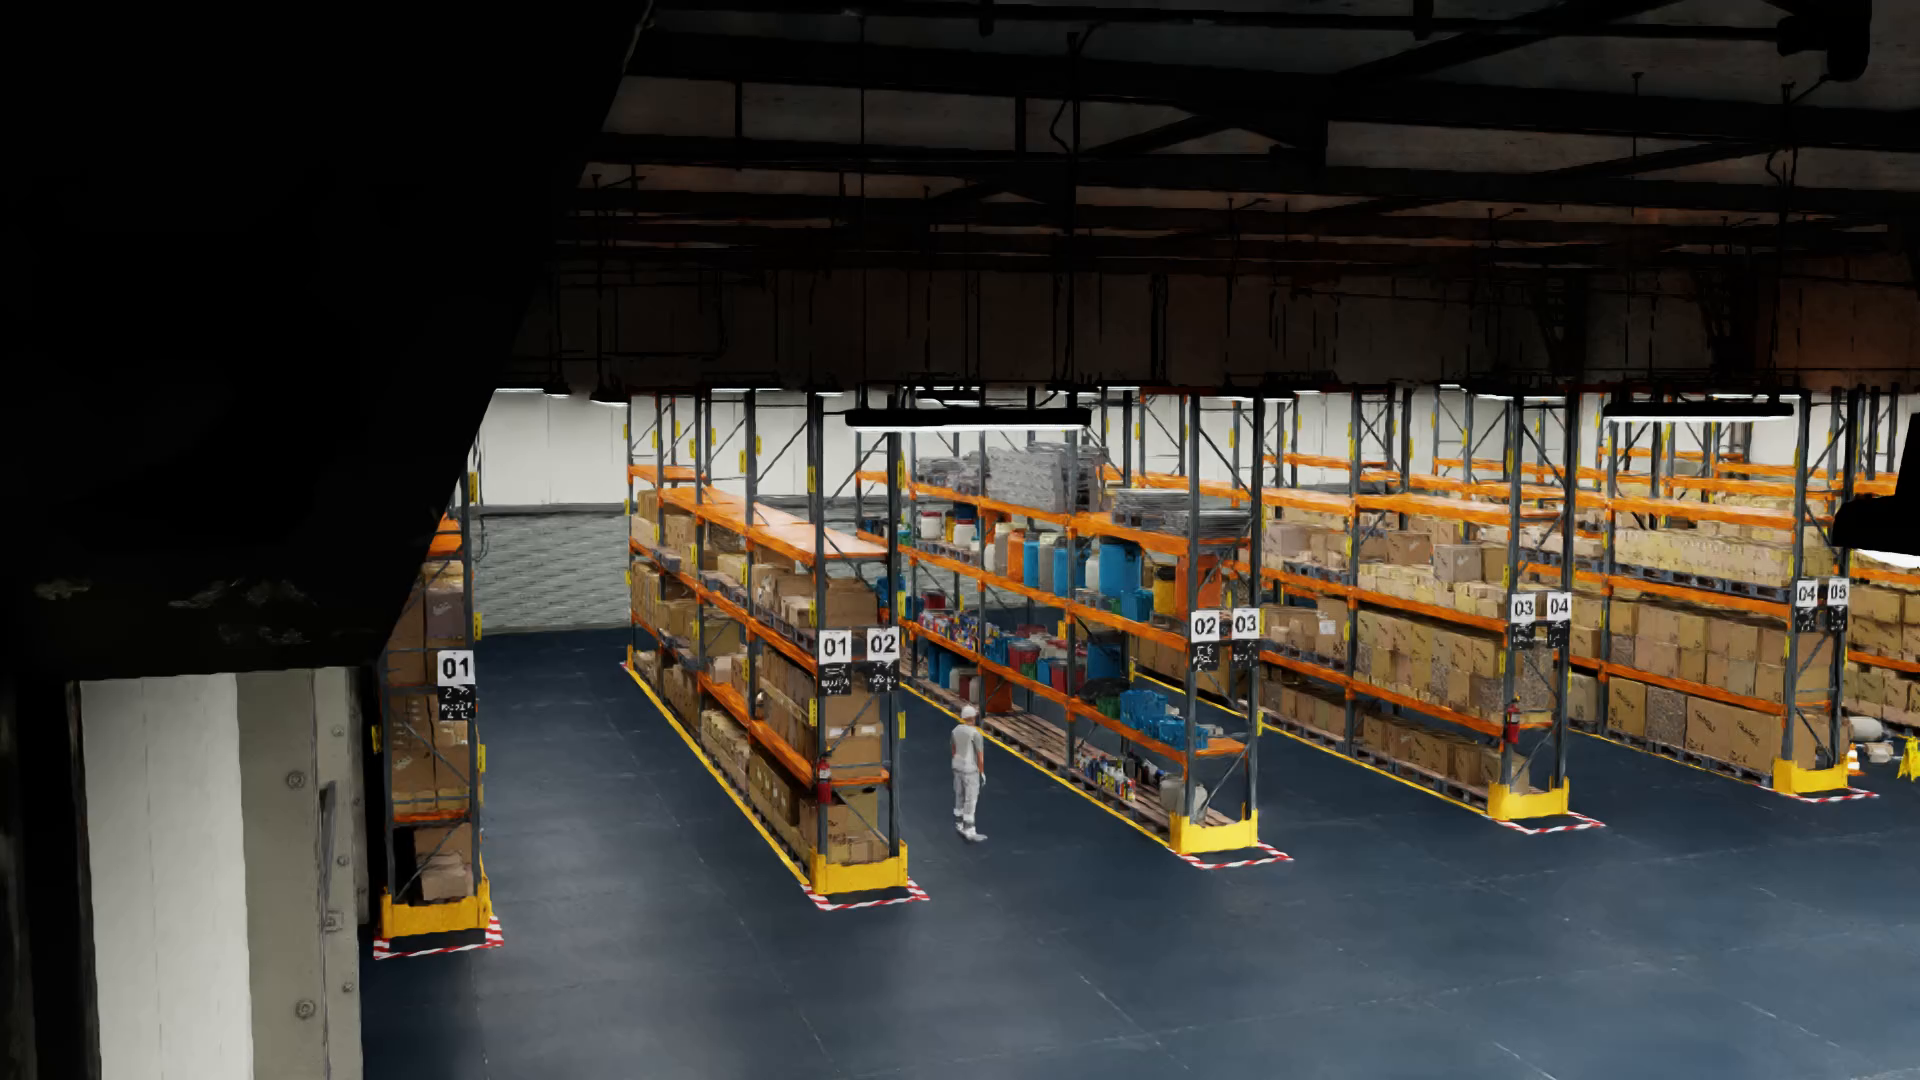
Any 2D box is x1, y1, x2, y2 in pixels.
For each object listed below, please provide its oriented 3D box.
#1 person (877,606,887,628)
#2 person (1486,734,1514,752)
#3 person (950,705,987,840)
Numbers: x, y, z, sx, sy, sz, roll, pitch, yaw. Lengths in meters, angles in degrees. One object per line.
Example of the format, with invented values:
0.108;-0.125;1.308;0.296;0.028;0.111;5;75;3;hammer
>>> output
-1.828;1.847;35.411;0.585;1.665;0.987;0;6;2;person
8.951;2.674;27.265;0.719;1.714;0.578;-2;6;-21;person
0.130;3.108;22.424;0.625;1.794;0.468;6;8;43;person
